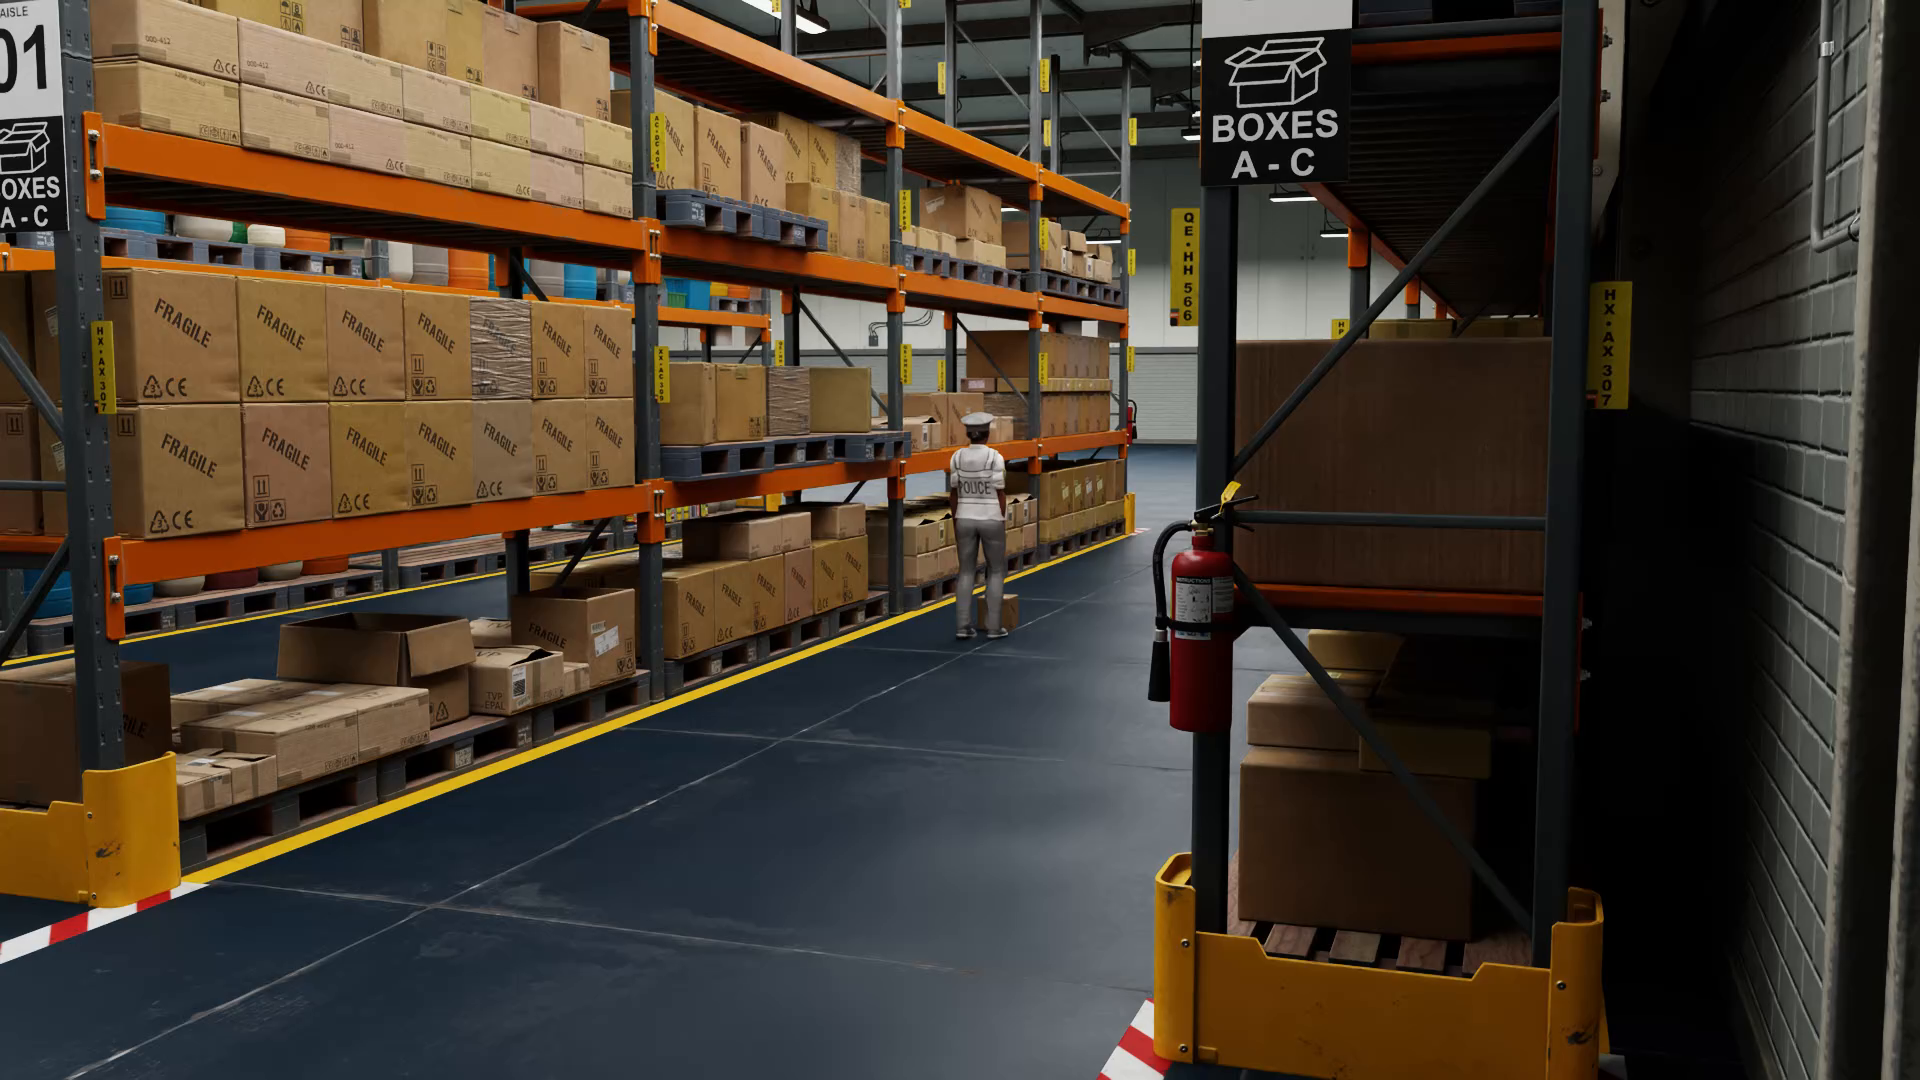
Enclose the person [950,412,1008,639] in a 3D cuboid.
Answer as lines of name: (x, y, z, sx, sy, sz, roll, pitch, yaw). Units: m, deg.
person: (0.141, -0.106, 12.341, 0.436, 1.679, 0.341, 2, 6, 19)
